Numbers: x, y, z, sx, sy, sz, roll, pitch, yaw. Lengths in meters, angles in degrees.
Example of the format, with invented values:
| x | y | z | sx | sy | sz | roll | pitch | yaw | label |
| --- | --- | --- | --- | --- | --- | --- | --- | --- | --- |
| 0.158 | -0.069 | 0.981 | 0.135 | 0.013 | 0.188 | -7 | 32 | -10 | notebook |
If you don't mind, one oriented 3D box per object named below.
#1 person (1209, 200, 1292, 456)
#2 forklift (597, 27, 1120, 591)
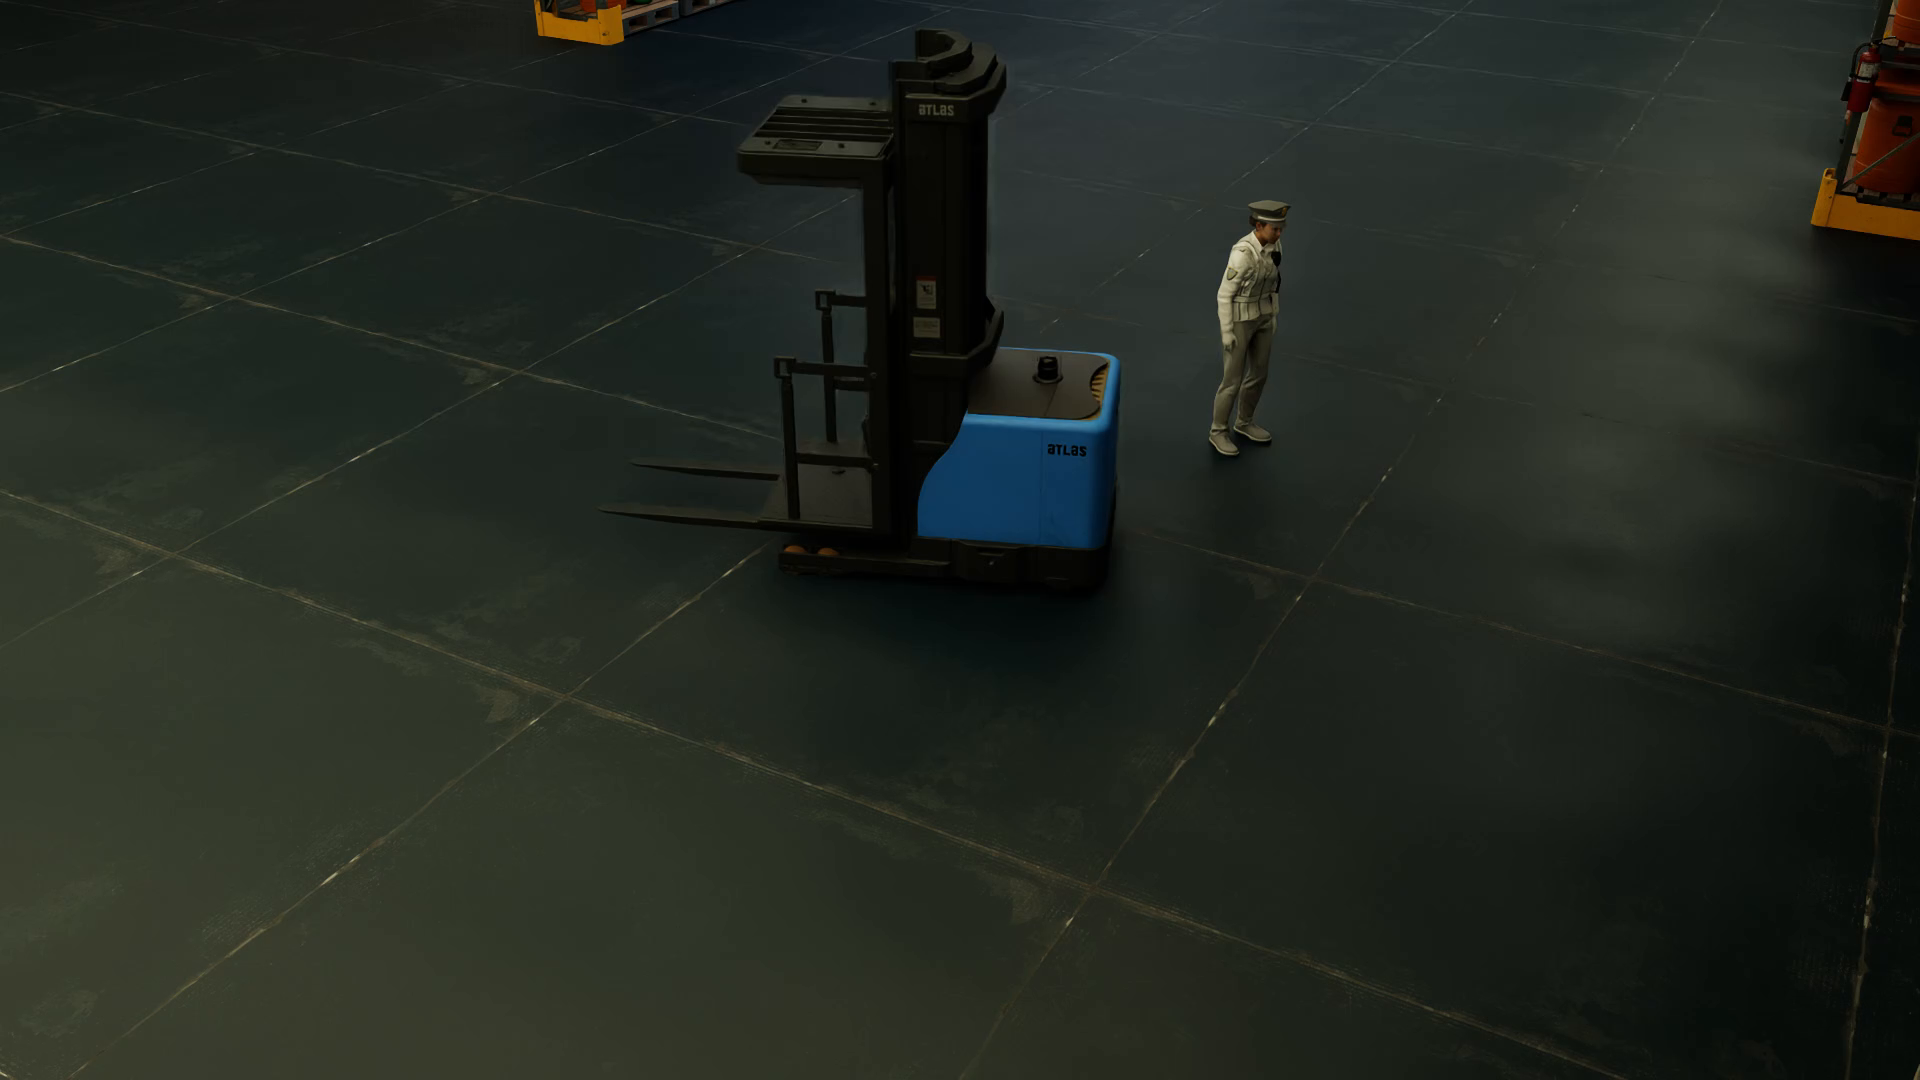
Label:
| x | y | z | sx | sy | sz | roll | pitch | yaw | label |
| --- | --- | --- | --- | --- | --- | --- | --- | --- | --- |
| 1.875 | -1.399 | 10.766 | 0.532 | 1.662 | 0.376 | -22 | 37 | -33 | person |
| -0.611 | -1.309 | 9.339 | 3.031 | 2.935 | 1.130 | 4 | 30 | 8 | forklift |
